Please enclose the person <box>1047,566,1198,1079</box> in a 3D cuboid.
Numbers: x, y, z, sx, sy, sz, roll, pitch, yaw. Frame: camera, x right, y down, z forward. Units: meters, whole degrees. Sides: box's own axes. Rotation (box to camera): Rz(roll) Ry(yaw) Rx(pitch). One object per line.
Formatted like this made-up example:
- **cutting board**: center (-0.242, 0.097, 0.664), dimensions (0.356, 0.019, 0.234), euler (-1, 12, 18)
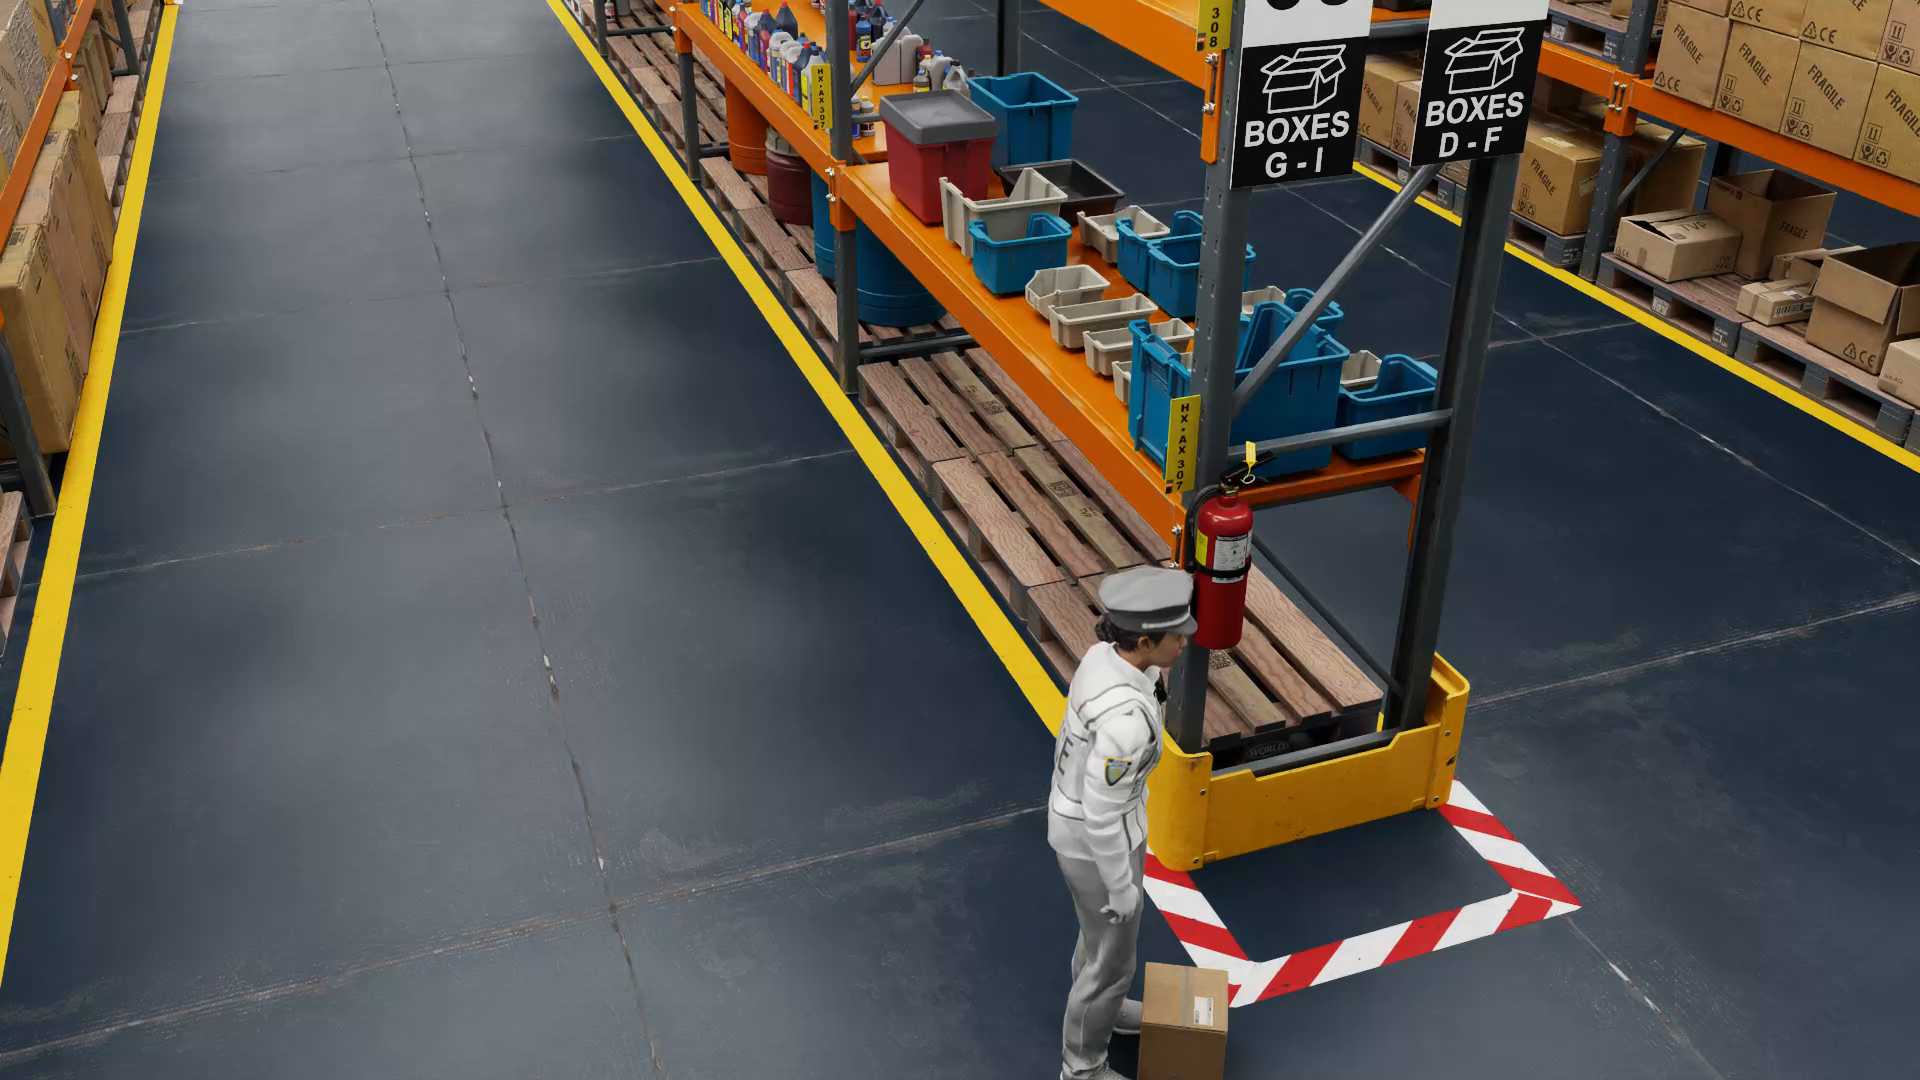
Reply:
- **person**: center (0.432, 0.832, 4.687), dimensions (0.375, 1.662, 0.541), euler (3, 30, 6)
